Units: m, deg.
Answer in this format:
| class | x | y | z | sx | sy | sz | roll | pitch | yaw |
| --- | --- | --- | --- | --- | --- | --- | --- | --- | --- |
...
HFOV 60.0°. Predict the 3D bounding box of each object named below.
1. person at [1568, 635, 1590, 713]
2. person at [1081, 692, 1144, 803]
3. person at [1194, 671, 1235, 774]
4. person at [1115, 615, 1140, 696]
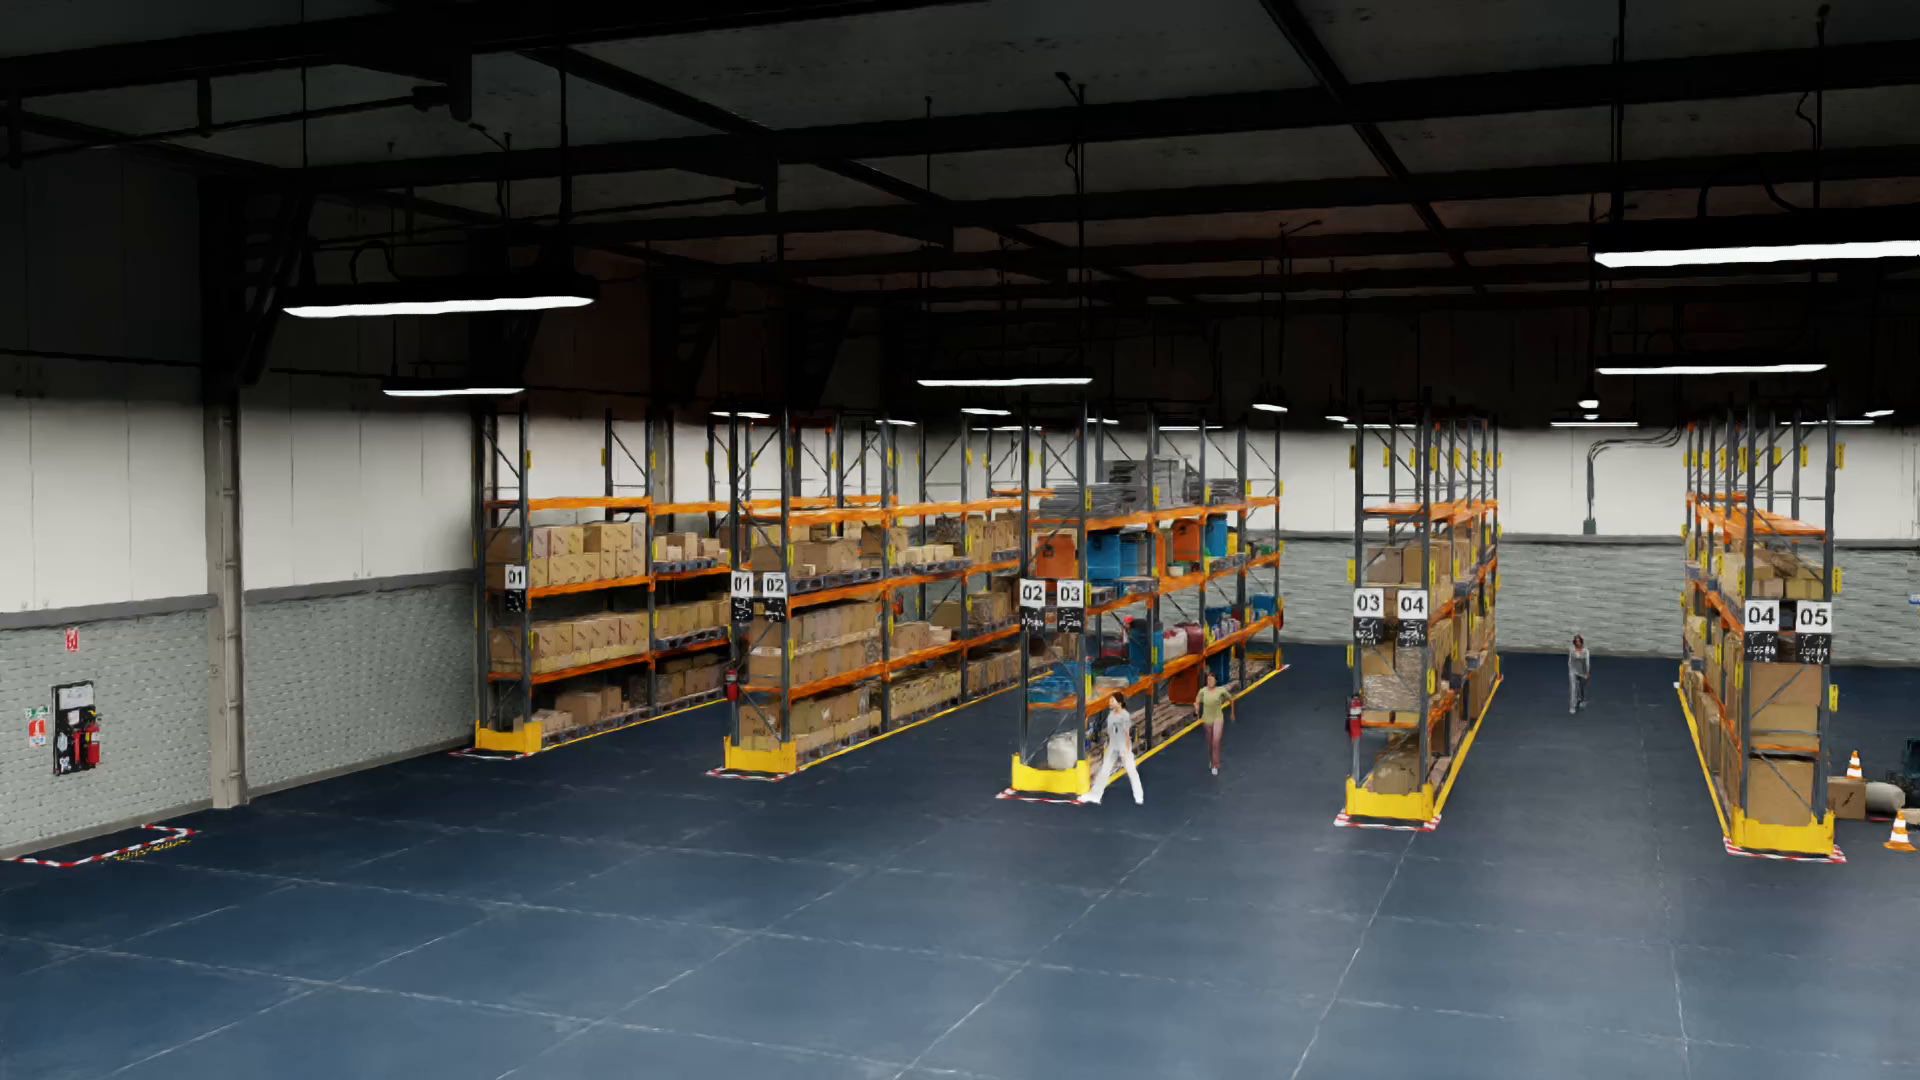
| class | x | y | z | sx | sy | sz | roll | pitch | yaw |
| --- | --- | --- | --- | --- | --- | --- | --- | --- | --- |
| person | 12.269 | 2.635 | 32.956 | 0.417 | 1.514 | 1.034 | 1 | 3 | 20 |
| person | 2.249 | 2.997 | 24.041 | 0.884 | 1.621 | 0.576 | -2 | 4 | -41 |
| person | 4.067 | 2.898 | 26.706 | 0.603 | 1.600 | 0.799 | 1 | 3 | 26 |
| person | 3.568 | 2.439 | 34.989 | 0.677 | 1.741 | 0.547 | 1 | 3 | 21 |
